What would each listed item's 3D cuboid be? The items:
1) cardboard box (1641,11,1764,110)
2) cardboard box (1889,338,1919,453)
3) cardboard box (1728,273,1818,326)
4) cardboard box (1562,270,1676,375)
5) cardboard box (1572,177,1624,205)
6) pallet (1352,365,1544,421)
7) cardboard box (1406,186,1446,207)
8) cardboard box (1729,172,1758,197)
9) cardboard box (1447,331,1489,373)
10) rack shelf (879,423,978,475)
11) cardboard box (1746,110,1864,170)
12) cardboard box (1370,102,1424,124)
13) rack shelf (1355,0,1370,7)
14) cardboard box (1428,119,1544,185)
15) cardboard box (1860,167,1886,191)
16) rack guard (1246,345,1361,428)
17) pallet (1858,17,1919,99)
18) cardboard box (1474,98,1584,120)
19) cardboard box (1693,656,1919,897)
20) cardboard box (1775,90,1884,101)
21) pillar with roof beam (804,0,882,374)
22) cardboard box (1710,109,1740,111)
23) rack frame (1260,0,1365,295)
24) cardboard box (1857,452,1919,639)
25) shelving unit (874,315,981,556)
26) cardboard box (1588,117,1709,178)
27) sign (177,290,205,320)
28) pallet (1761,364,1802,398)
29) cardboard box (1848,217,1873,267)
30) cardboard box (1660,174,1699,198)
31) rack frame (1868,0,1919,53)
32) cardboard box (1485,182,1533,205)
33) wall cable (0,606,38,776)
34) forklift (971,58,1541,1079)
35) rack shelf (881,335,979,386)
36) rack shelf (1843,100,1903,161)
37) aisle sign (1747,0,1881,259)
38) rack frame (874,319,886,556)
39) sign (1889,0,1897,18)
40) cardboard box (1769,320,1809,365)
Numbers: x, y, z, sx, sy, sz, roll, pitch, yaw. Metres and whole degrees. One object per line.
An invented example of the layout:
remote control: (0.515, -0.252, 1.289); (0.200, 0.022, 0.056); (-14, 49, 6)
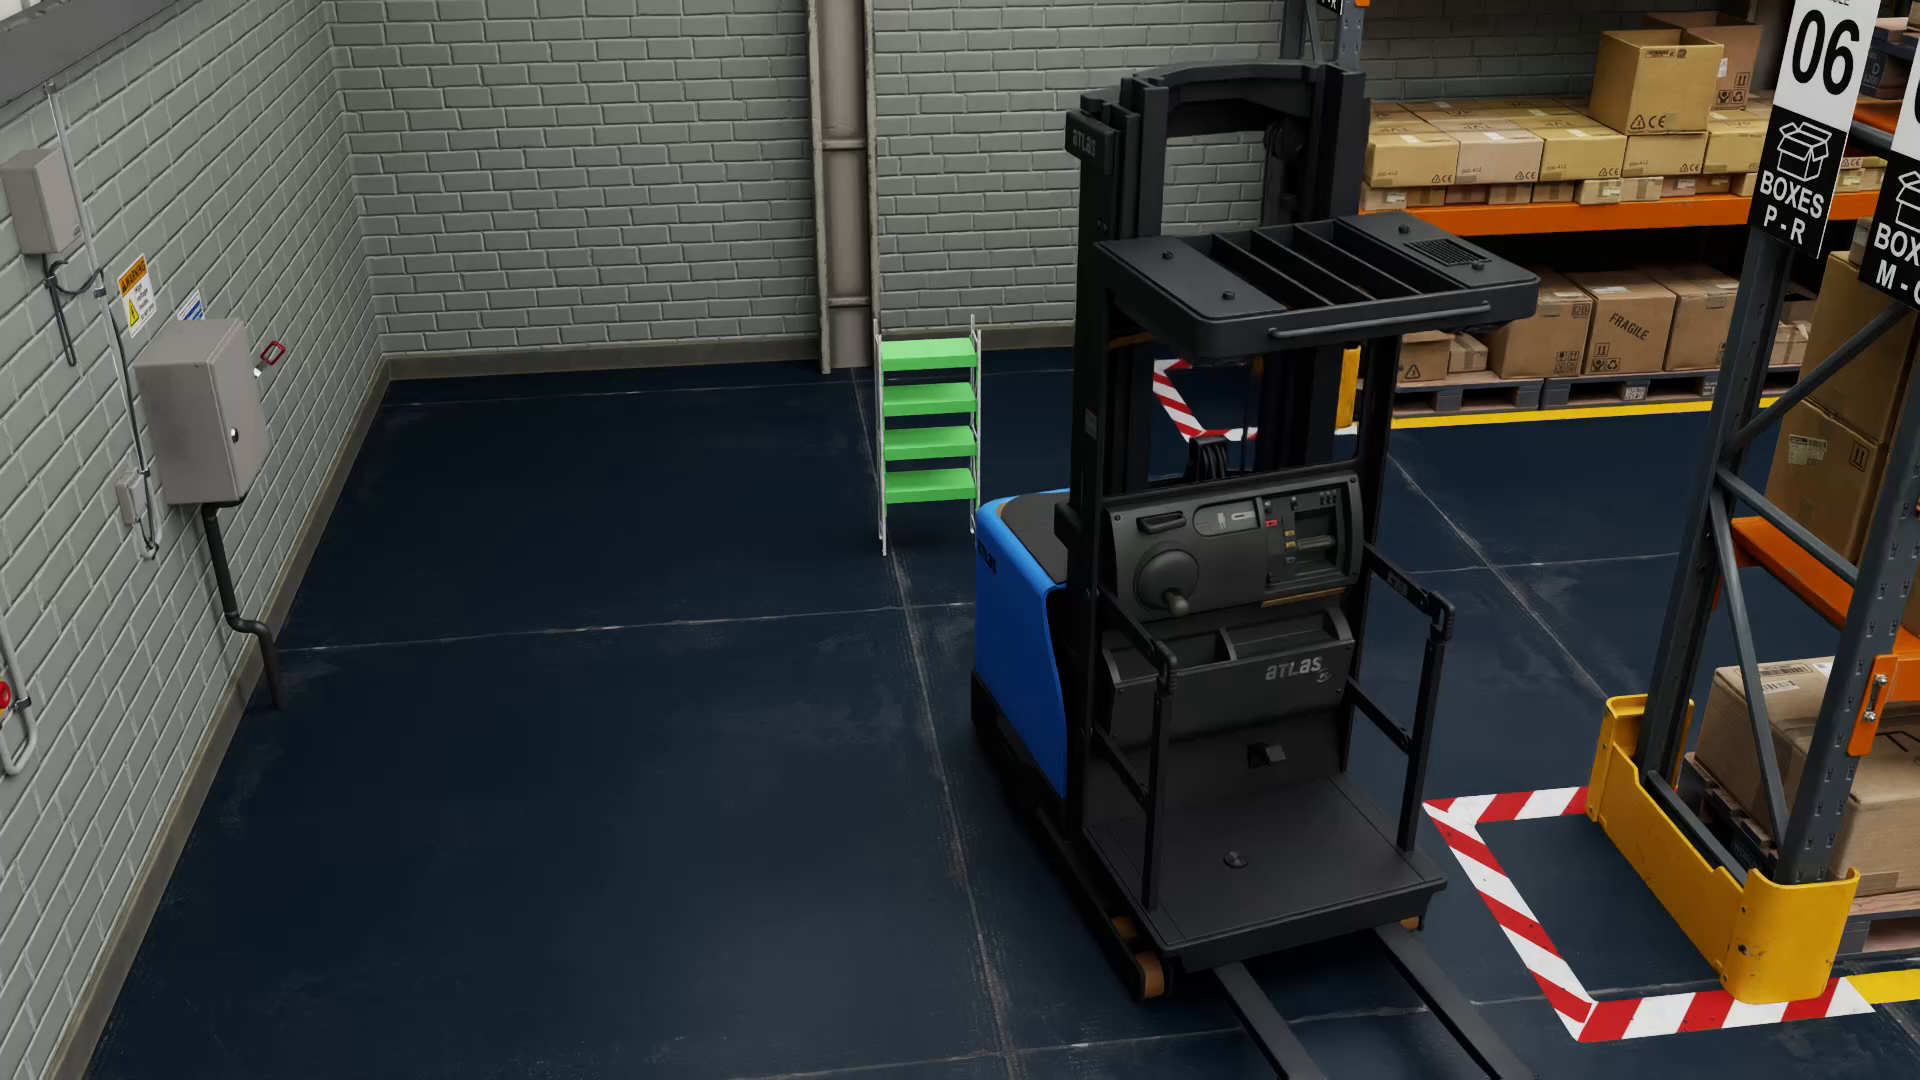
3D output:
cardboard box: (4.516, -2.947, 10.225); (0.500, 0.500, 0.500); (-4, 27, -9)
cardboard box: (3.277, -0.415, 5.069); (0.500, 0.500, 0.500); (-4, 27, -8)
cardboard box: (5.341, -1.577, 11.024); (0.500, 0.311, 0.500); (-3, 27, -5)
cardboard box: (4.075, -1.364, 10.400); (0.500, 0.500, 0.500); (-3, 27, -6)
cardboard box: (3.713, -2.112, 9.856); (0.250, 0.149, 0.380); (-4, 27, -9)
pallet: (2.931, -1.083, 10.630); (1.213, 0.211, 1.003); (-4, 27, -7)
cardboard box: (2.676, -2.090, 9.812); (0.250, 0.149, 0.380); (-3, 27, -6)
cardboard box: (4.726, -2.189, 10.005); (0.250, 0.149, 0.380); (-4, 27, -8)
cardboard box: (3.112, -1.192, 10.449); (0.250, 0.149, 0.380); (-5, 28, -9)
rack shelf: (-0.164, -0.466, 8.485); (0.480, 0.148, 0.258); (-4, 27, -7)
cardboard box: (5.063, -2.406, 9.993); (0.500, 0.250, 0.500); (-4, 27, -7)
cardboard box: (2.485, -2.483, 10.141); (0.500, 0.250, 0.500); (-3, 27, -6)
rack shelf: (4.047, -3.409, 9.611); (4.000, 0.370, 1.077); (-4, 27, -7)
cardboard box: (3.053, -2.273, 9.732); (0.500, 0.250, 0.500); (-3, 27, -7)
cardboard box: (5.492, -2.250, 10.124); (0.250, 0.149, 0.380); (-3, 27, -6)
rack guard: (2.142, -1.160, 10.464); (0.348, 0.500, 1.175); (-4, 27, -7)
pallet: (3.495, -1.371, 4.948); (1.213, 0.211, 1.003); (-4, 27, -7)
cardboard box: (3.487, -2.544, 10.261); (0.500, 0.250, 0.500); (-3, 27, -5)
cardboard box: (3.402, 0.842, 6.170); (0.875, 0.438, 0.875); (-5, 28, -9)
cardboard box: (5.500, -2.678, 10.522); (0.500, 0.250, 0.500); (-4, 27, -8)
pillar with roof beam: (-0.129, -3.227, 5.181); (0.400, 9.000, 9.100); (-4, 27, -7)
cardboard box: (4.493, -2.611, 10.392); (0.500, 0.250, 0.500); (-3, 27, -6)
rack frame: (2.067, -2.268, 9.884); (0.127, 3.000, 1.000); (-4, 27, -7)
cardboard box: (3.277, 0.031, 5.295); (0.500, 0.500, 0.500); (-4, 27, -8)
shelving unit: (-0.164, -0.523, 8.456); (0.503, 1.200, 0.258); (-4, 27, -7)
cardboard box: (4.058, -2.348, 9.880); (0.500, 0.250, 0.500); (-4, 27, -8)
sign: (-3.241, -0.782, 7.092); (0.001, 0.494, 0.329); (-4, 27, -7)
pallet: (5.348, -1.238, 10.932); (1.213, 0.211, 1.003); (-4, 27, -7)
cardboard box: (3.089, -0.915, 5.333); (0.250, 0.149, 0.380); (-3, 27, -6)
cardboard box: (4.217, -2.186, 9.999); (0.250, 0.149, 0.380); (-4, 27, -7)
rack frame: (2.762, -2.693, 4.142); (0.127, 3.000, 1.000); (-4, 27, -7)
cardboard box: (3.190, -2.111, 9.853); (0.250, 0.149, 0.380); (-3, 27, -5)
wall cable: (-2.818, -0.121, 4.552); (0.123, 1.953, 0.585); (-4, 27, -7)
forklift: (1.012, 0.056, 5.430); (1.130, 2.935, 3.031); (-9, 29, -17)
rack shelf: (-0.164, -0.893, 8.266); (0.480, 0.148, 0.258); (-4, 27, -7)
rack shelf: (4.743, -1.166, 5.238); (4.000, 0.370, 1.077); (-4, 27, -7)
aisle sign: (2.648, -1.316, 5.182); (0.004, 0.787, 0.394); (-4, 27, -7)
rack frame: (-0.406, -0.508, 8.425); (0.015, 1.200, 0.240); (-4, 27, -7)
sign: (5.947, -3.288, 10.604); (0.005, 0.325, 0.100); (-4, 27, -7)
cardboard box: (5.163, -1.302, 10.536); (0.258, 0.266, 0.396); (-3, 27, -5)
